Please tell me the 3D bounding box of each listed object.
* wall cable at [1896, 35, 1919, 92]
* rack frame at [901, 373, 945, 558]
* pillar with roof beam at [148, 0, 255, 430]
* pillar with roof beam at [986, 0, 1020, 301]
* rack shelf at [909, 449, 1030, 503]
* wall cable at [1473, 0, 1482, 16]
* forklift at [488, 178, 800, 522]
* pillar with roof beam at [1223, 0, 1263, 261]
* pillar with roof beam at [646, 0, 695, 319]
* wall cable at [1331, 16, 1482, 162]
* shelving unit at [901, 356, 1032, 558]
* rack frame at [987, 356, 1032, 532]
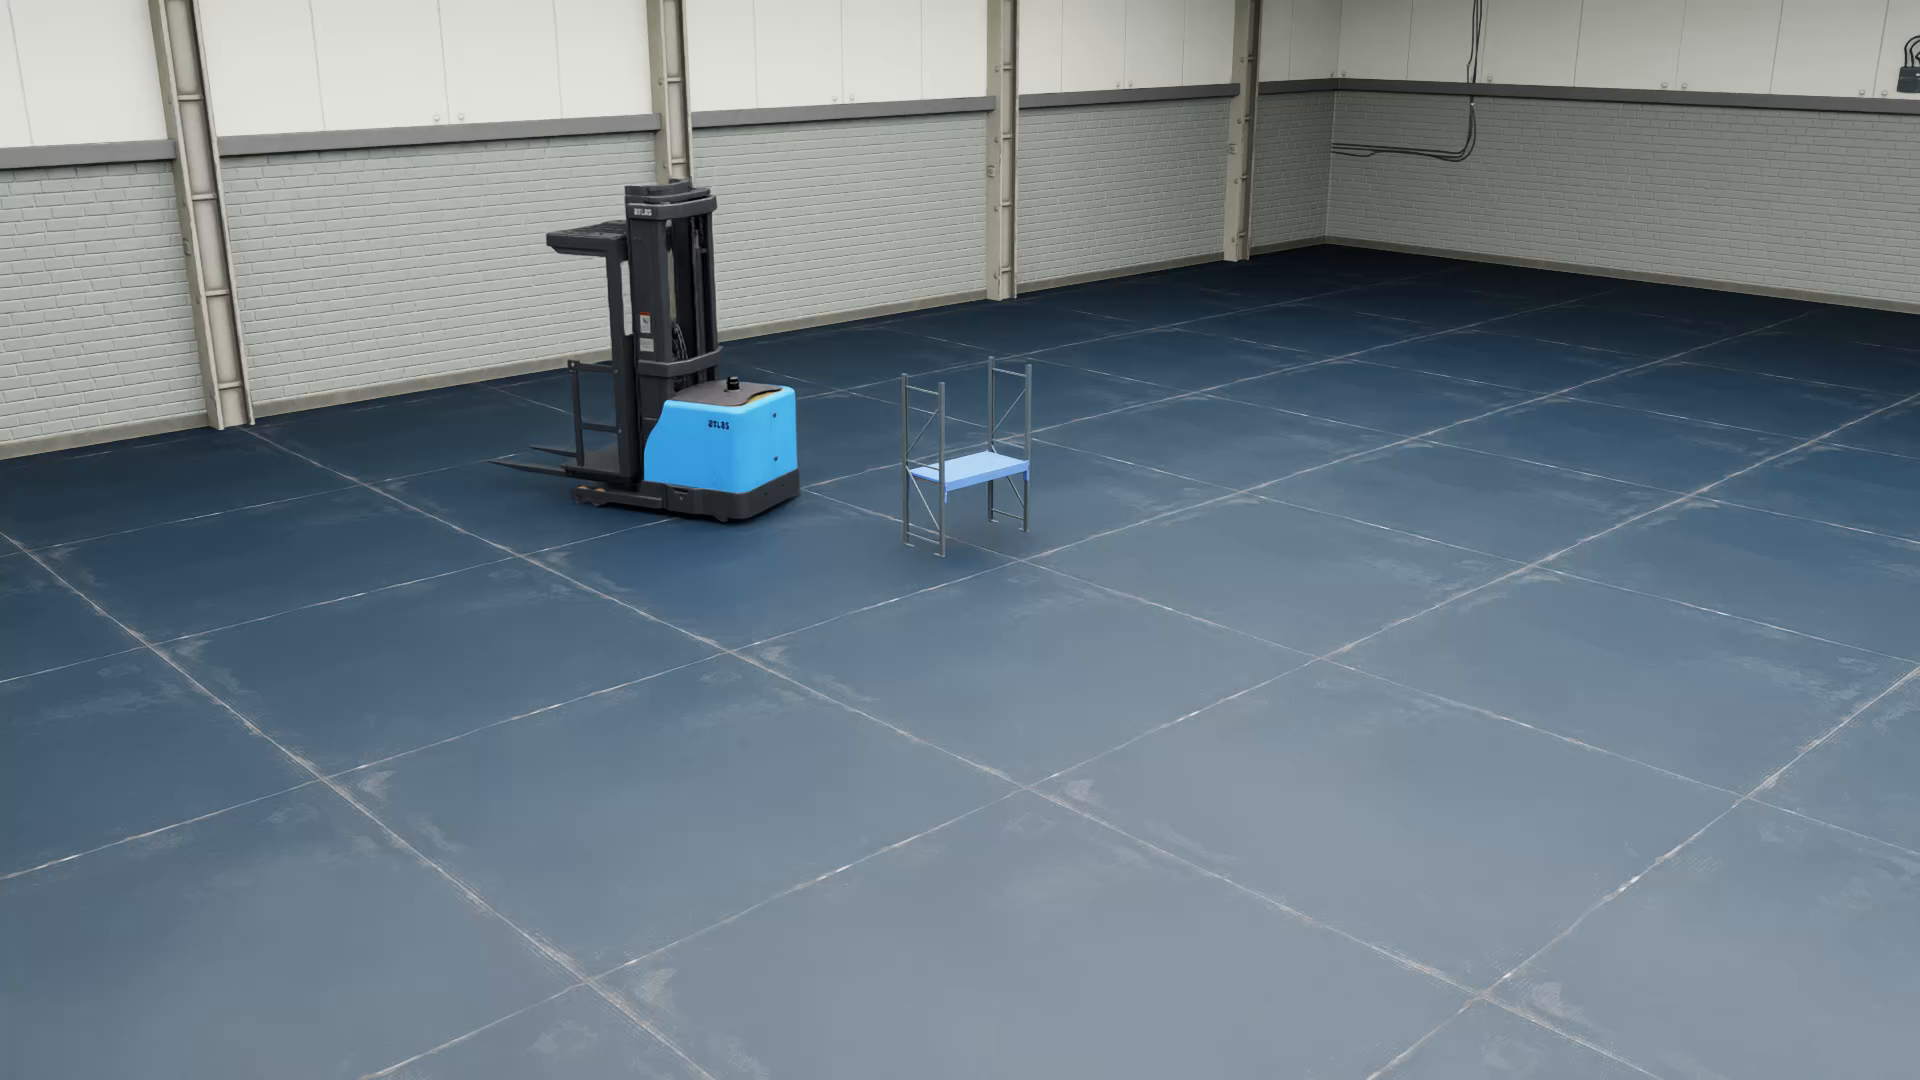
[{"bbox_3d":[14.570,-9.189,22.723,0.169,6.003,2.305,-16,24,-41],"label":"wall cable"},{"bbox_3d":[-0.307,-0.624,13.977,0.032,1.500,0.500,-16,24,-41],"label":"rack frame"},{"bbox_3d":[-5.111,-4.596,14.068,0.400,9.000,9.100,-16,24,-41],"label":"pillar with roof beam"},{"bbox_3d":[3.608,-7.138,21.911,0.400,9.000,9.100,-16,24,-41],"label":"pillar with roof beam"},{"bbox_3d":[0.062,-0.560,14.365,1.000,0.185,0.538,-16,24,-41],"label":"rack shelf"},{"bbox_3d":[9.918,-10.022,27.649,0.112,2.526,3.097,-16,24,-41],"label":"wall cable"},{"bbox_3d":[-3.069,-1.844,15.419,3.031,2.935,1.130,8,20,24],"label":"forklift"},{"bbox_3d":[7.968,-8.410,25.832,0.400,9.000,9.100,-16,24,-41],"label":"pillar with roof beam"},{"bbox_3d":[-0.752,-5.867,17.990,0.400,9.000,9.100,-16,24,-41],"label":"pillar with roof beam"},{"bbox_3d":[8.059,-8.225,30.298,0.112,2.526,3.097,-16,24,-41],"label":"wall cable"},{"bbox_3d":[0.062,-0.732,14.309,1.048,1.500,0.538,-16,24,-41],"label":"shelving unit"},{"bbox_3d":[0.431,-0.839,14.641,0.032,1.500,0.500,-16,24,-41],"label":"rack frame"}]
